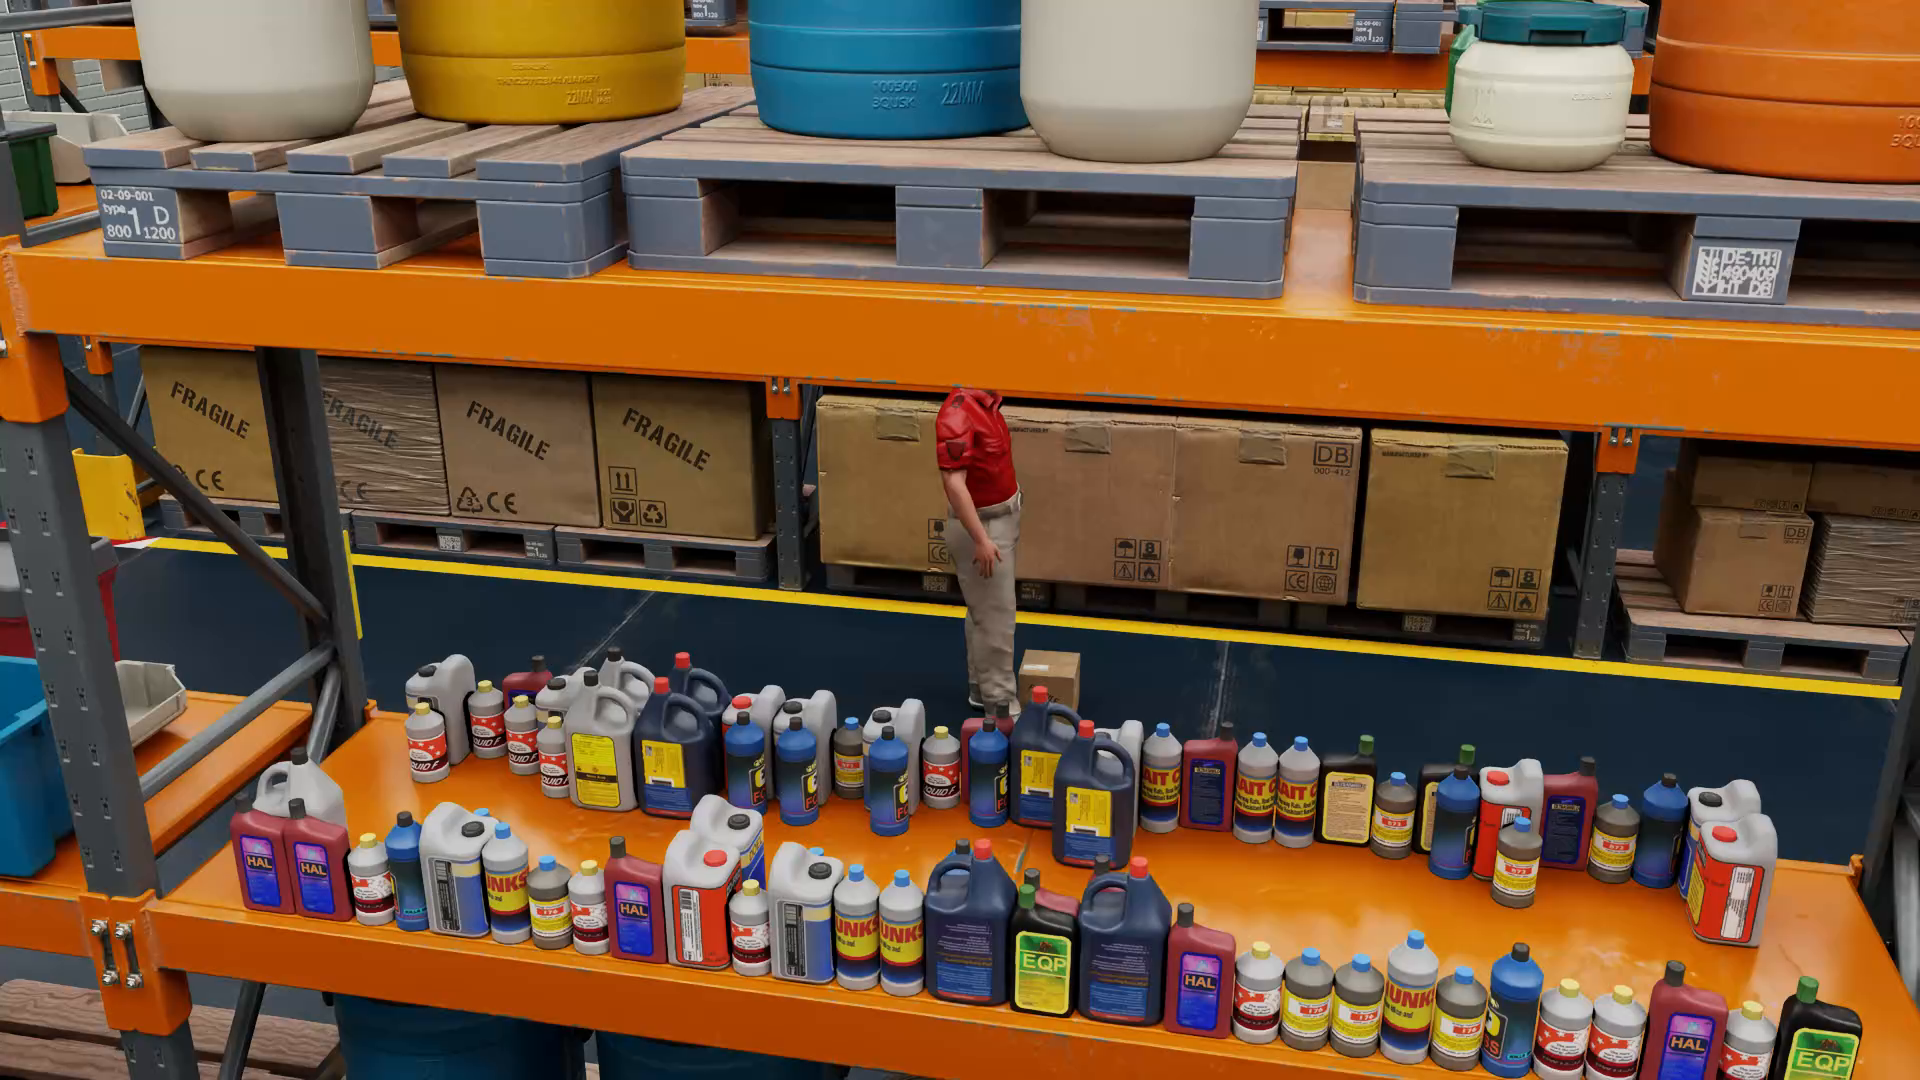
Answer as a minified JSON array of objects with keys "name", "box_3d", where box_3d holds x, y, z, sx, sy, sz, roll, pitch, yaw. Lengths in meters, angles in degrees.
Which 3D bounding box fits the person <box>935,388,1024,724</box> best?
[{"name":"person","box_3d":[0.194,-0.034,7.170,0.551,1.727,0.641,4,22,9]}]
